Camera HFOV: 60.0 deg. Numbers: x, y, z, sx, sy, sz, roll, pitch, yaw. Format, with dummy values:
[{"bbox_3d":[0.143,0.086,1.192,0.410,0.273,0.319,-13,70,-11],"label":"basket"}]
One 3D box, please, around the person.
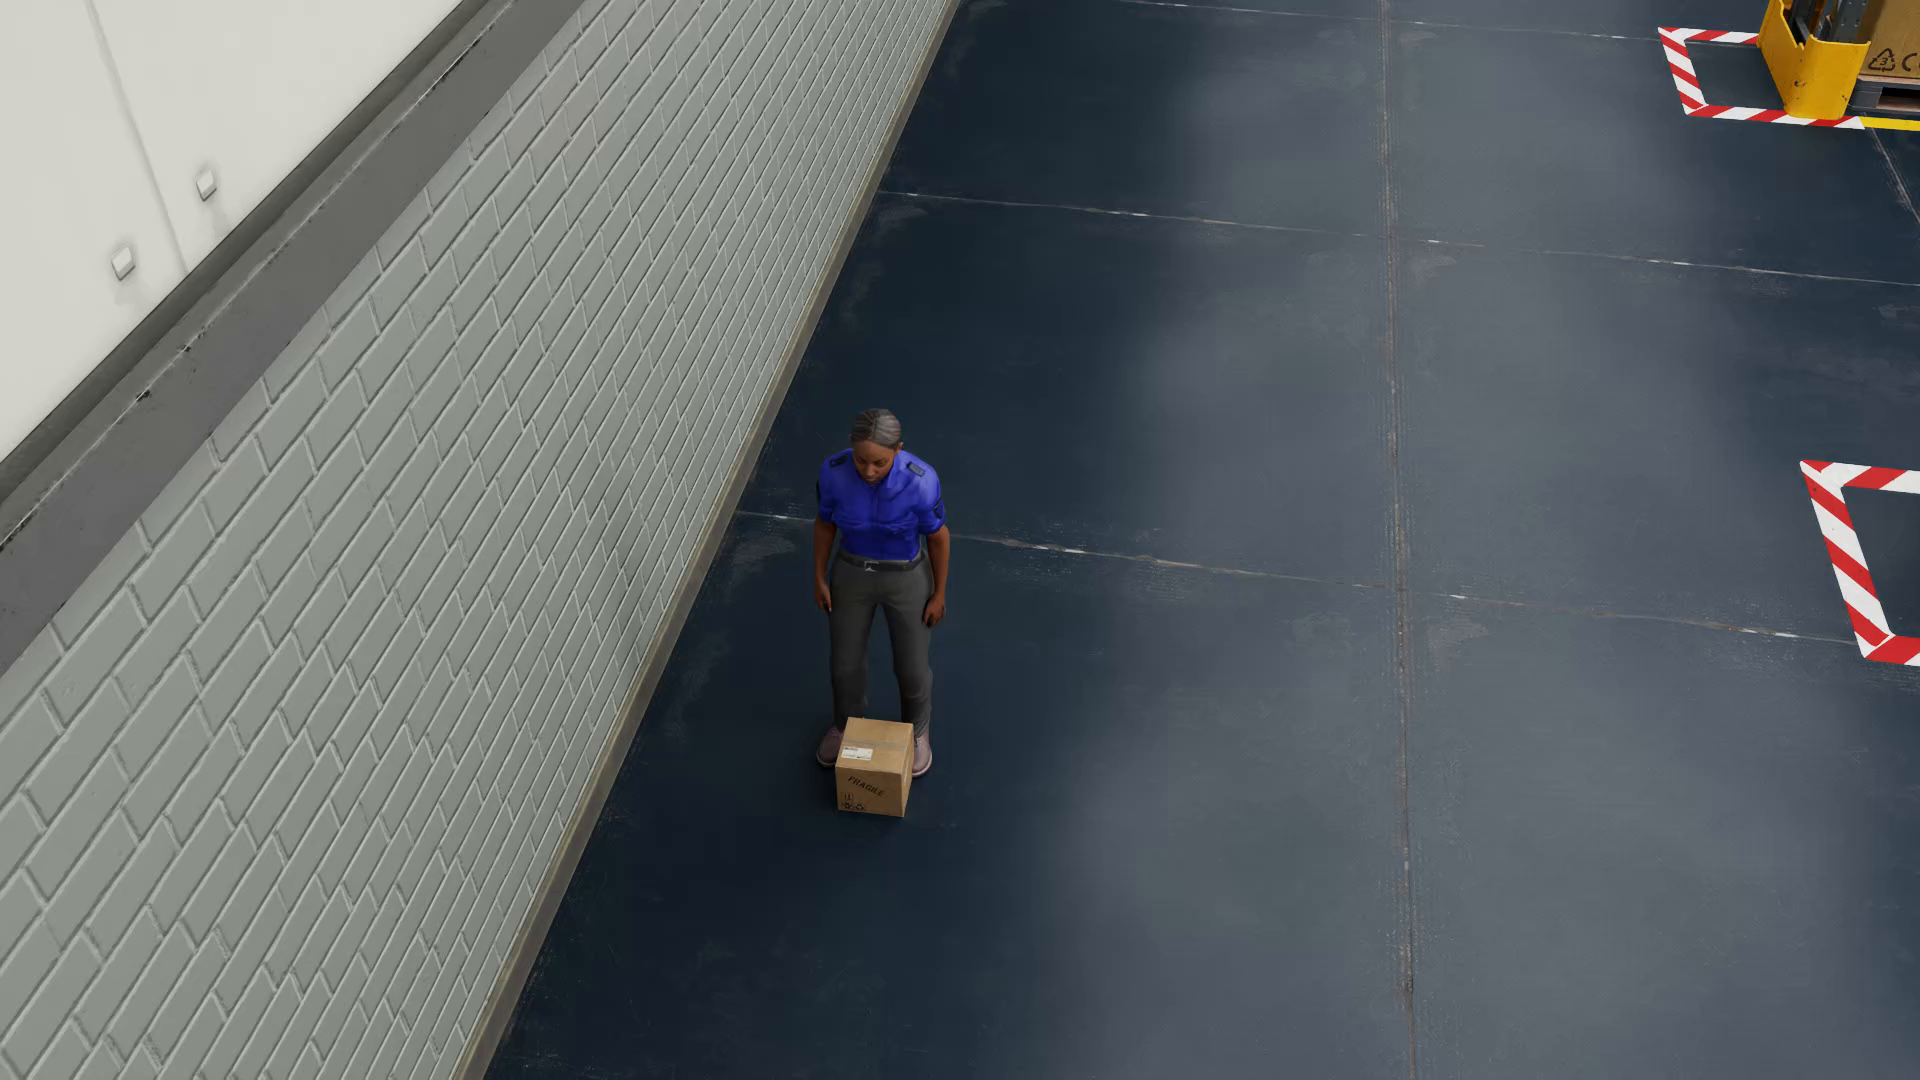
[{"bbox_3d":[-0.290,0.173,5.972,0.503,1.639,0.350,7,41,8],"label":"person"}]
